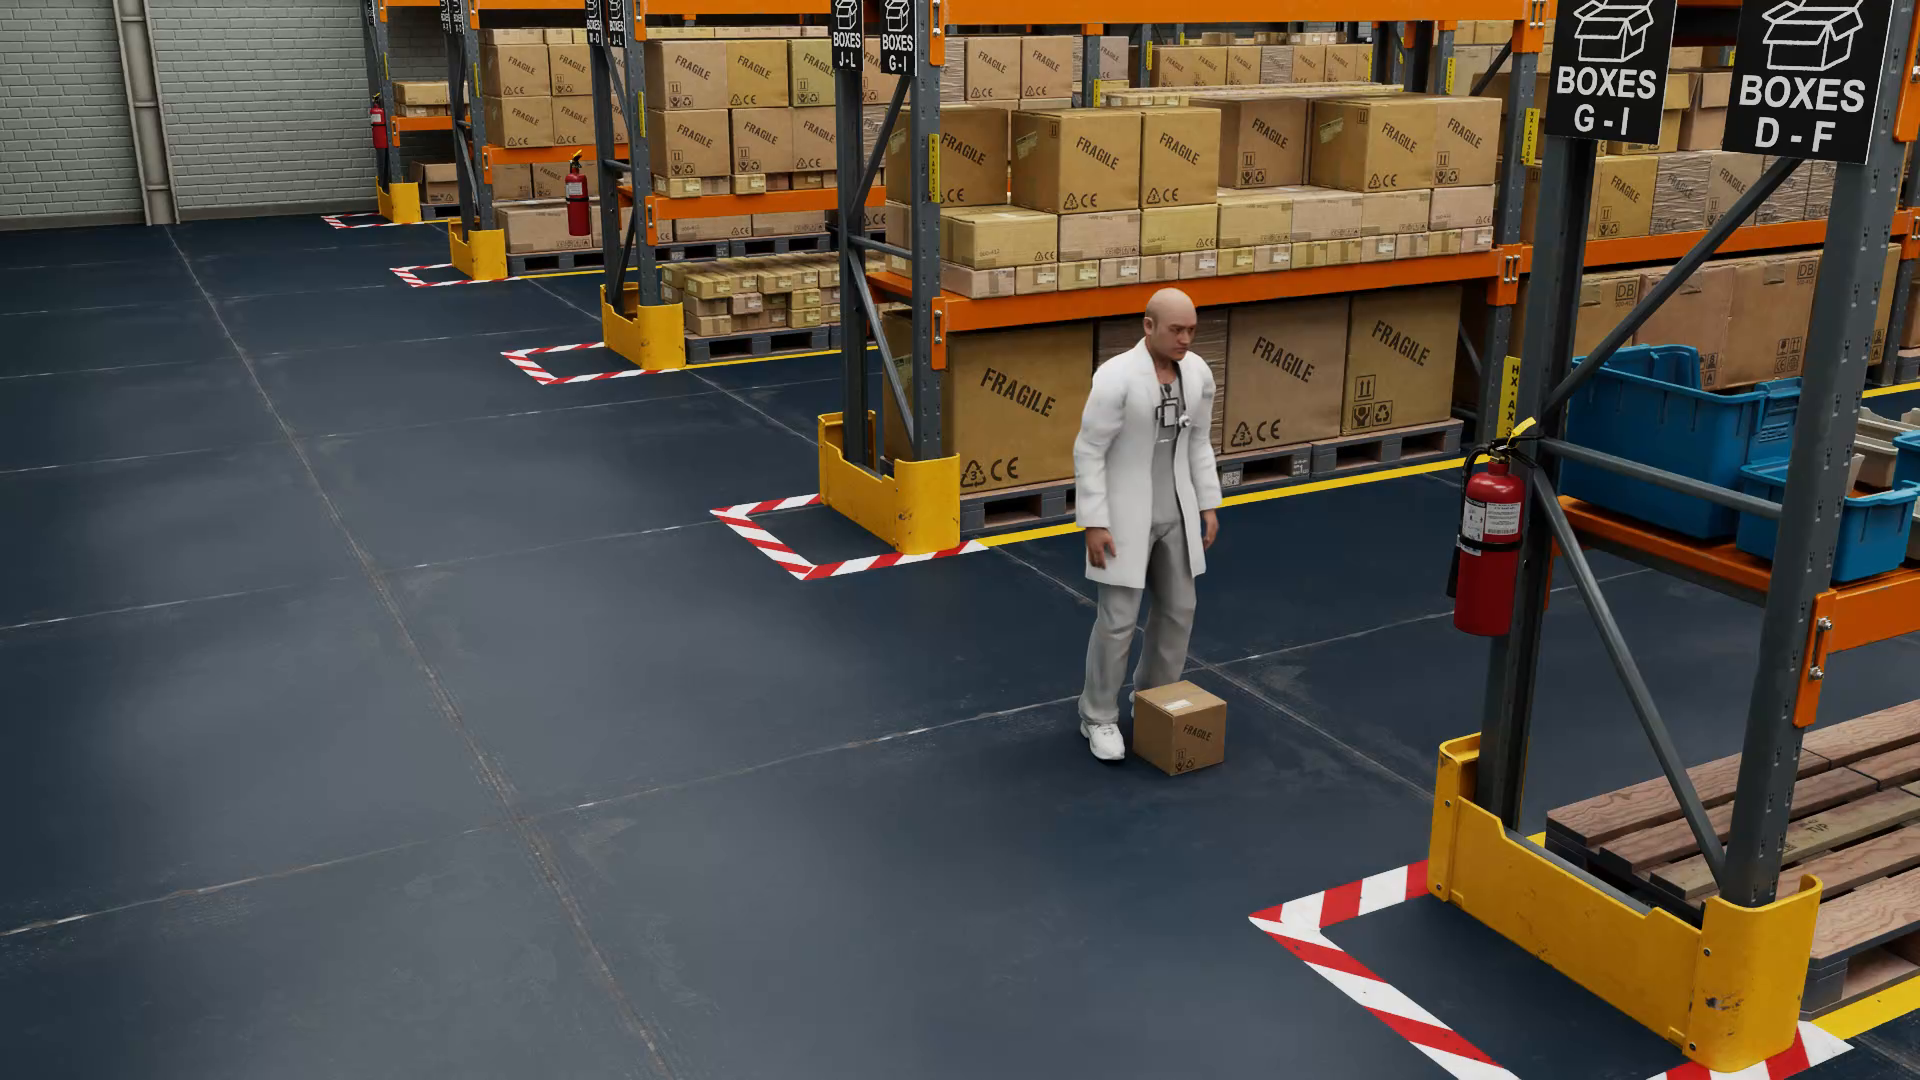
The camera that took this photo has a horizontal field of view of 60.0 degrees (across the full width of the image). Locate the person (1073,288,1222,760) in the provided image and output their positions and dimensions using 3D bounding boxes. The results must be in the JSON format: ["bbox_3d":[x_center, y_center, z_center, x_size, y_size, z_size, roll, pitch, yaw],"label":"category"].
[{"bbox_3d":[0.718,-0.078,6.318,0.653,1.774,0.416,-10,21,-28],"label":"person"}]
